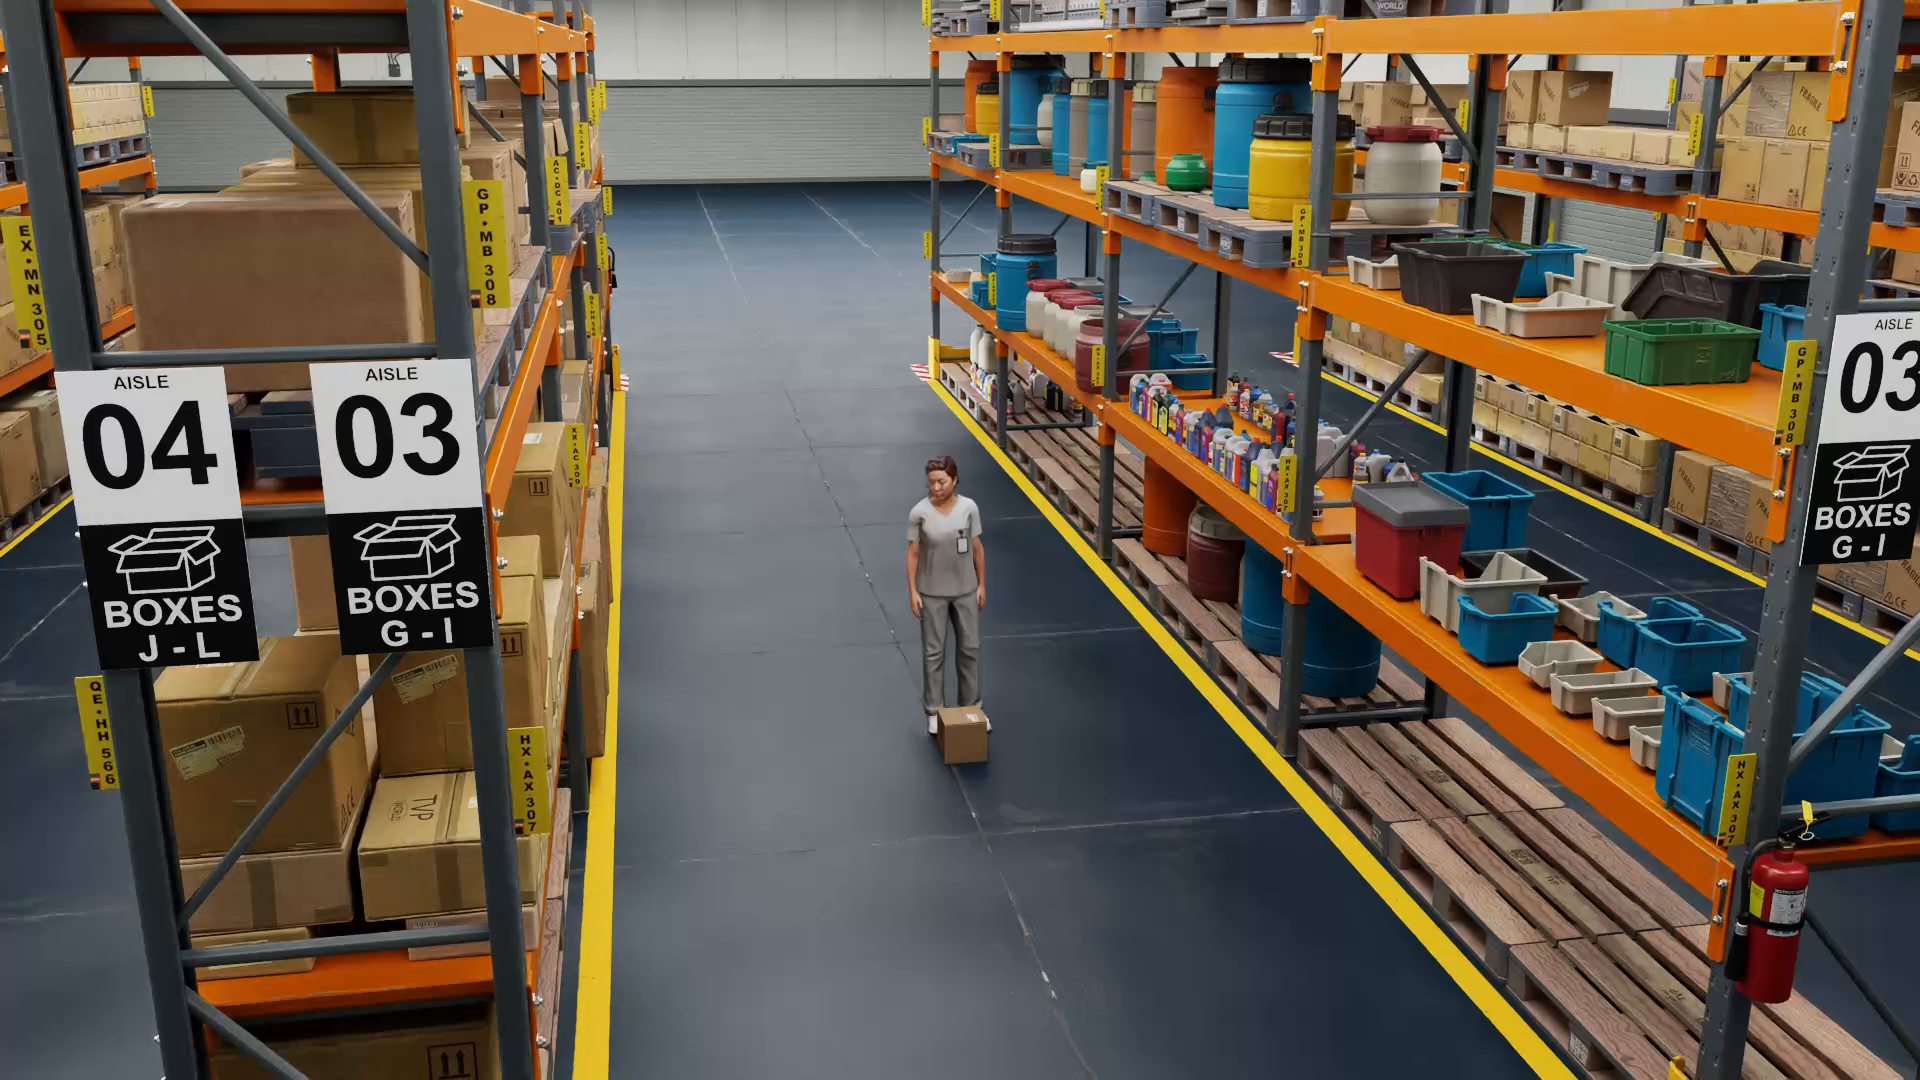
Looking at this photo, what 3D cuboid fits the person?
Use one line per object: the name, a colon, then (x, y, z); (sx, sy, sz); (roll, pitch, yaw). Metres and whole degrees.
person: (-0.072, 0.323, 9.933); (0.496, 1.700, 0.392); (-3, 17, -10)
